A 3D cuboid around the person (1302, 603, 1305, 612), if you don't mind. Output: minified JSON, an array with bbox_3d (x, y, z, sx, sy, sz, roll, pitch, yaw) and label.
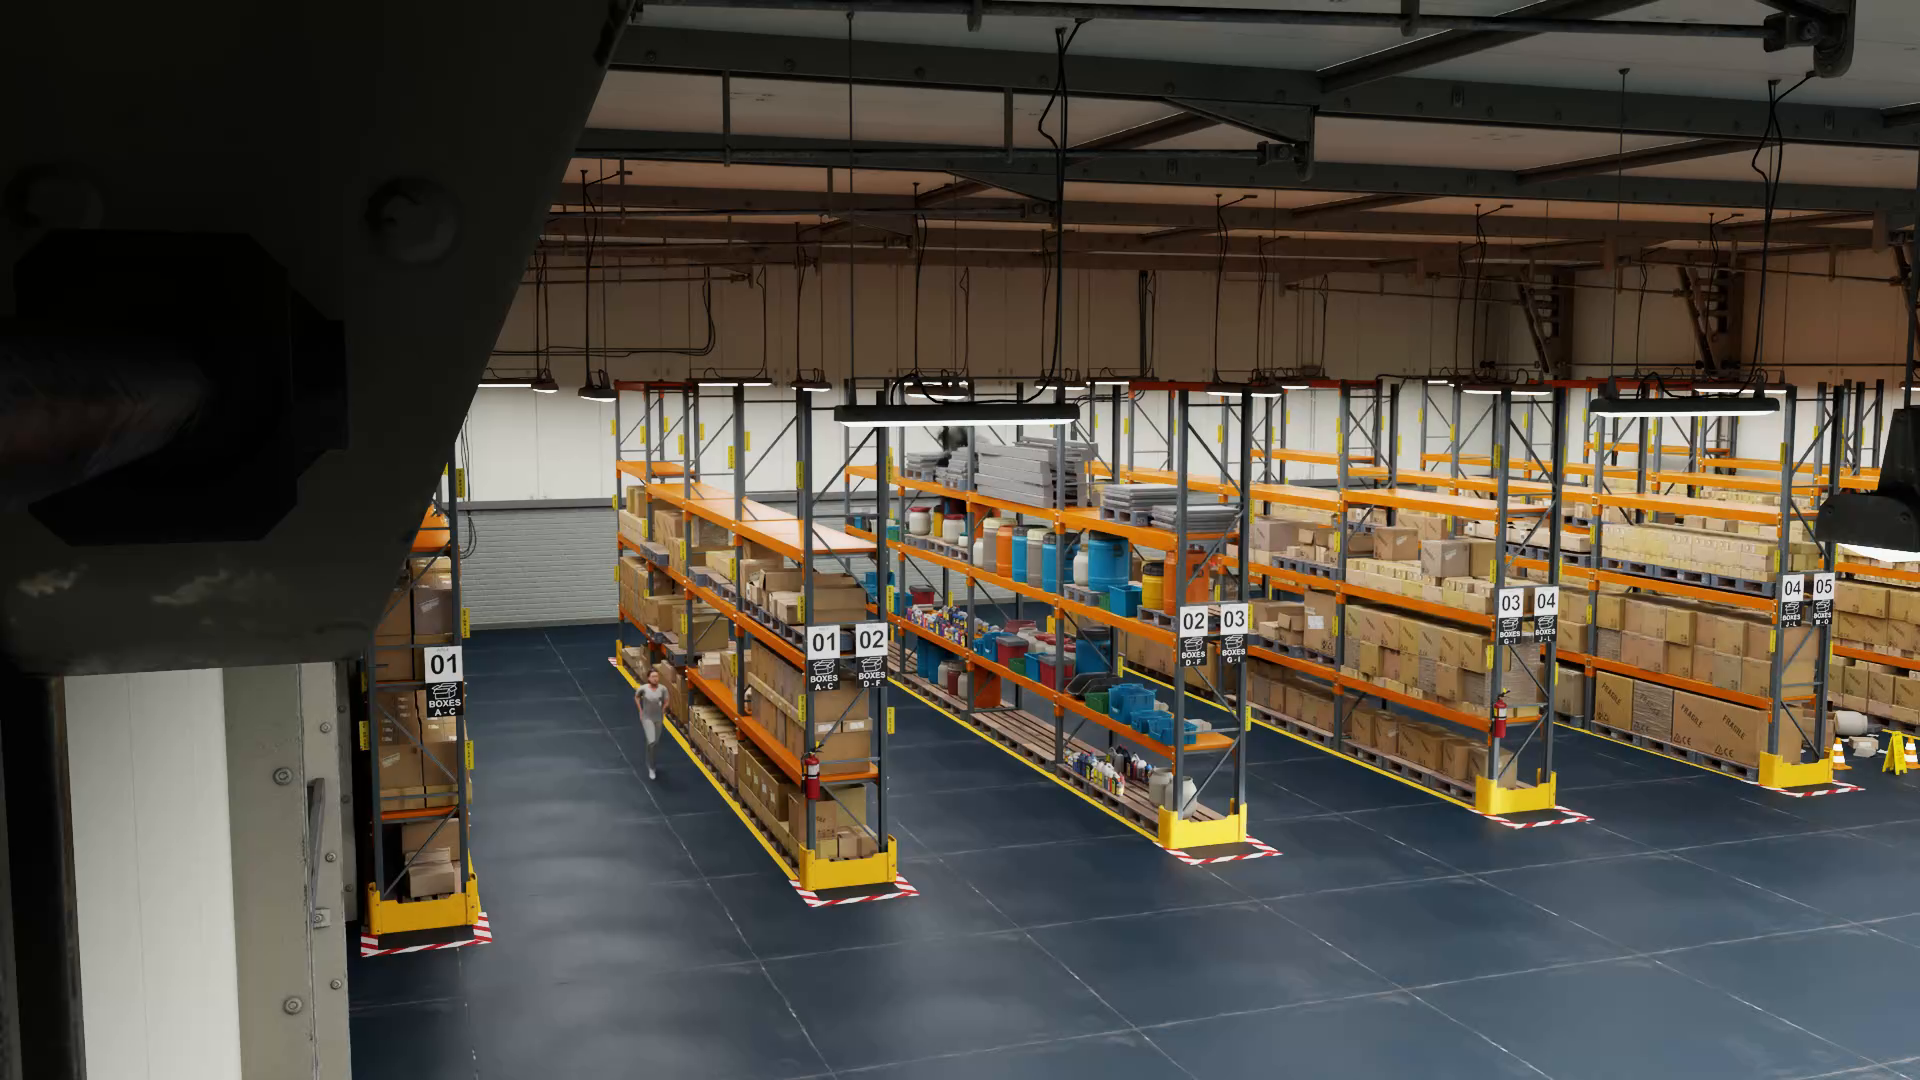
[{"bbox_3d":[7.379,1.833,34.640,0.619,1.589,1.044,-2,6,-17],"label":"person"}]

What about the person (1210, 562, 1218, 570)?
[{"bbox_3d":[5.896,1.362,38.961,0.684,1.727,0.643,0,6,-3],"label":"person"}]

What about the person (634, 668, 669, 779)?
[{"bbox_3d":[-4.734,2.806,25.656,0.480,1.700,0.818,-3,7,-28],"label":"person"}]
